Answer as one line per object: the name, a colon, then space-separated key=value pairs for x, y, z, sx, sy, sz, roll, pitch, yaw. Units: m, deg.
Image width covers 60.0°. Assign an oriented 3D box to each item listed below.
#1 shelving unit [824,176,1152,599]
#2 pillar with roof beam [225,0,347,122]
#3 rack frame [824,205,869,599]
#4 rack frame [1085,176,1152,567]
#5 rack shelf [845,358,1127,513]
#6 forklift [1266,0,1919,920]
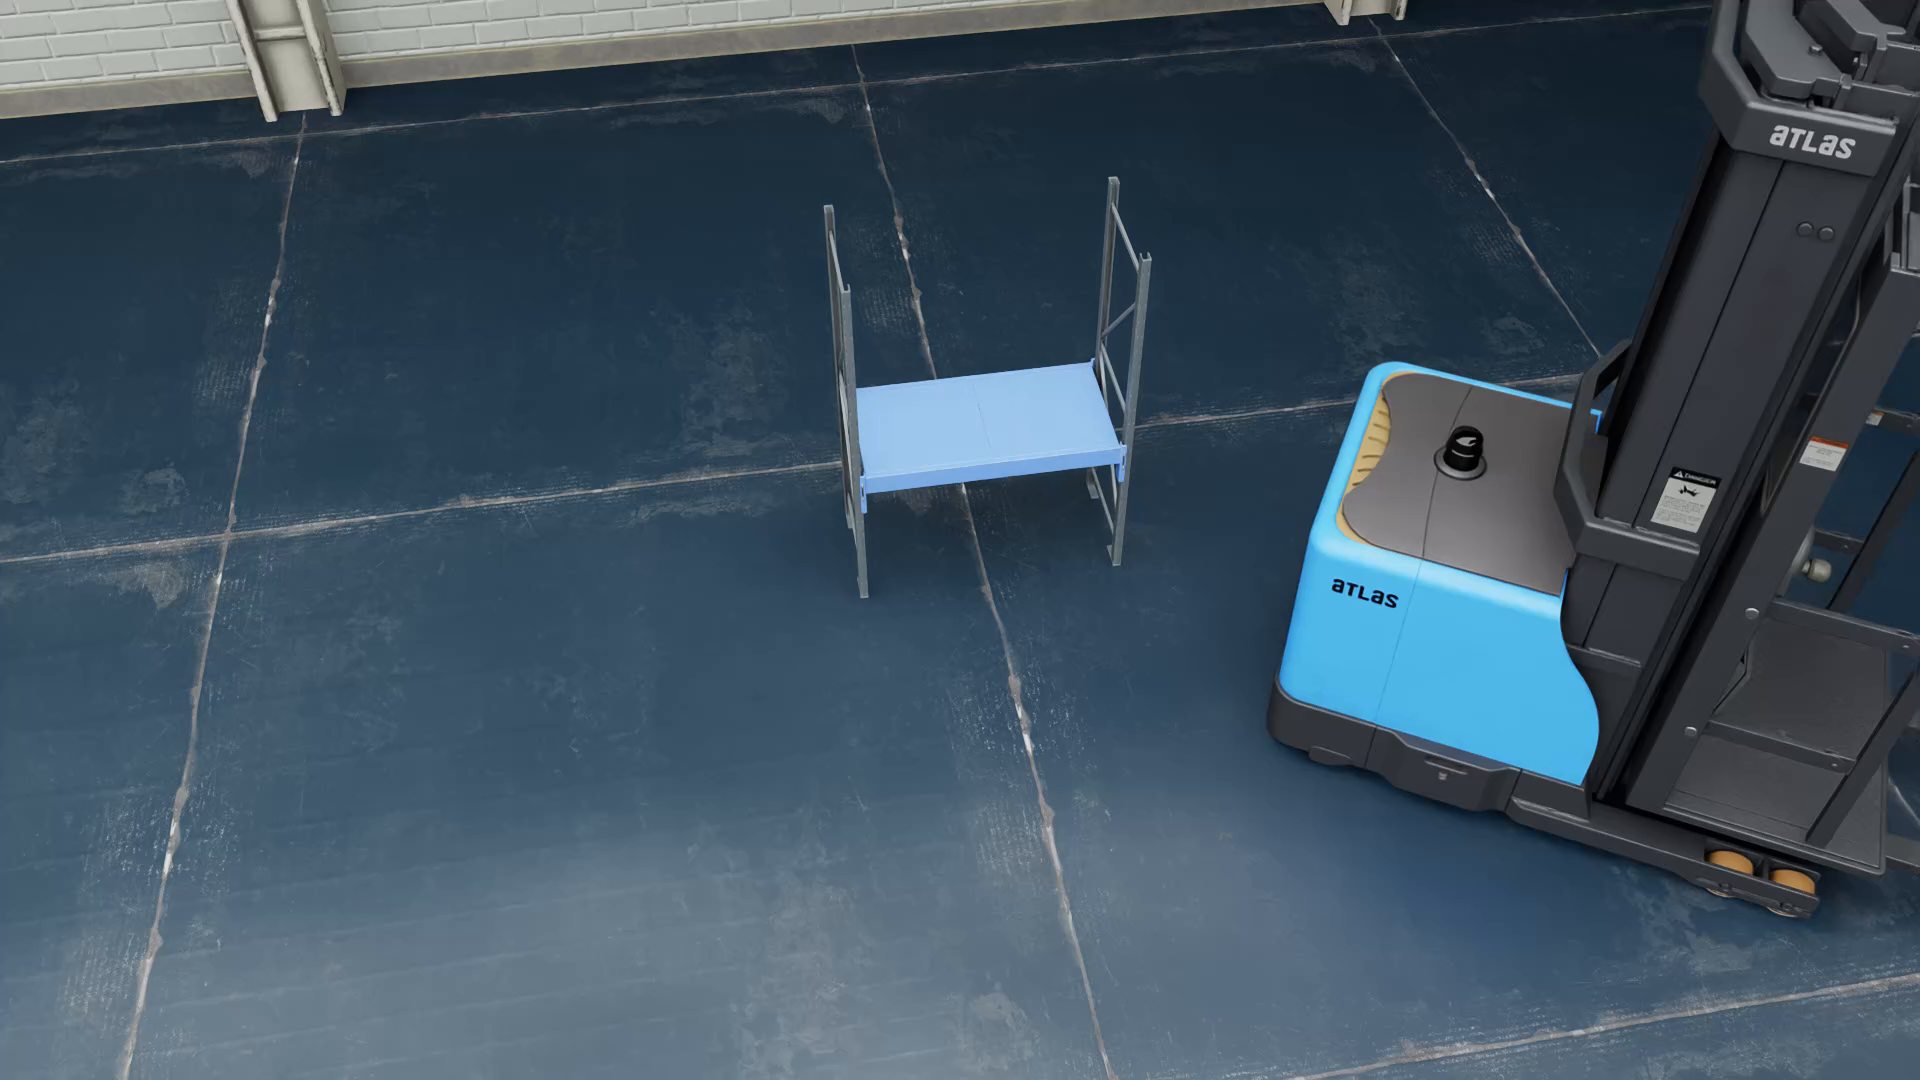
shelving unit: x=0.084 y=-0.531 z=6.220 sx=1.048 sy=1.500 sz=0.538 roll=-7 pitch=46 yaw=-7
pillar with roof beam: x=-2.815 y=-2.442 z=2.854 sx=0.400 sy=9.000 sz=9.100 roll=-7 pitch=46 yaw=-7
rack frame: x=-0.417 y=-0.468 z=6.160 sx=0.032 sy=1.500 sz=0.500 roll=-7 pitch=46 yaw=-7
rack frame: x=0.585 y=-0.593 z=6.280 sx=0.032 sy=1.500 sz=0.500 roll=-7 pitch=46 yaw=-7
rack shelf: x=0.084 y=-0.406 z=6.350 sx=1.000 sy=0.185 sz=0.538 roll=-7 pitch=46 yaw=-7
forklift: x=2.676 y=-0.201 z=4.909 sx=3.031 sy=2.935 sz=1.130 roll=16 pitch=48 yaw=15
